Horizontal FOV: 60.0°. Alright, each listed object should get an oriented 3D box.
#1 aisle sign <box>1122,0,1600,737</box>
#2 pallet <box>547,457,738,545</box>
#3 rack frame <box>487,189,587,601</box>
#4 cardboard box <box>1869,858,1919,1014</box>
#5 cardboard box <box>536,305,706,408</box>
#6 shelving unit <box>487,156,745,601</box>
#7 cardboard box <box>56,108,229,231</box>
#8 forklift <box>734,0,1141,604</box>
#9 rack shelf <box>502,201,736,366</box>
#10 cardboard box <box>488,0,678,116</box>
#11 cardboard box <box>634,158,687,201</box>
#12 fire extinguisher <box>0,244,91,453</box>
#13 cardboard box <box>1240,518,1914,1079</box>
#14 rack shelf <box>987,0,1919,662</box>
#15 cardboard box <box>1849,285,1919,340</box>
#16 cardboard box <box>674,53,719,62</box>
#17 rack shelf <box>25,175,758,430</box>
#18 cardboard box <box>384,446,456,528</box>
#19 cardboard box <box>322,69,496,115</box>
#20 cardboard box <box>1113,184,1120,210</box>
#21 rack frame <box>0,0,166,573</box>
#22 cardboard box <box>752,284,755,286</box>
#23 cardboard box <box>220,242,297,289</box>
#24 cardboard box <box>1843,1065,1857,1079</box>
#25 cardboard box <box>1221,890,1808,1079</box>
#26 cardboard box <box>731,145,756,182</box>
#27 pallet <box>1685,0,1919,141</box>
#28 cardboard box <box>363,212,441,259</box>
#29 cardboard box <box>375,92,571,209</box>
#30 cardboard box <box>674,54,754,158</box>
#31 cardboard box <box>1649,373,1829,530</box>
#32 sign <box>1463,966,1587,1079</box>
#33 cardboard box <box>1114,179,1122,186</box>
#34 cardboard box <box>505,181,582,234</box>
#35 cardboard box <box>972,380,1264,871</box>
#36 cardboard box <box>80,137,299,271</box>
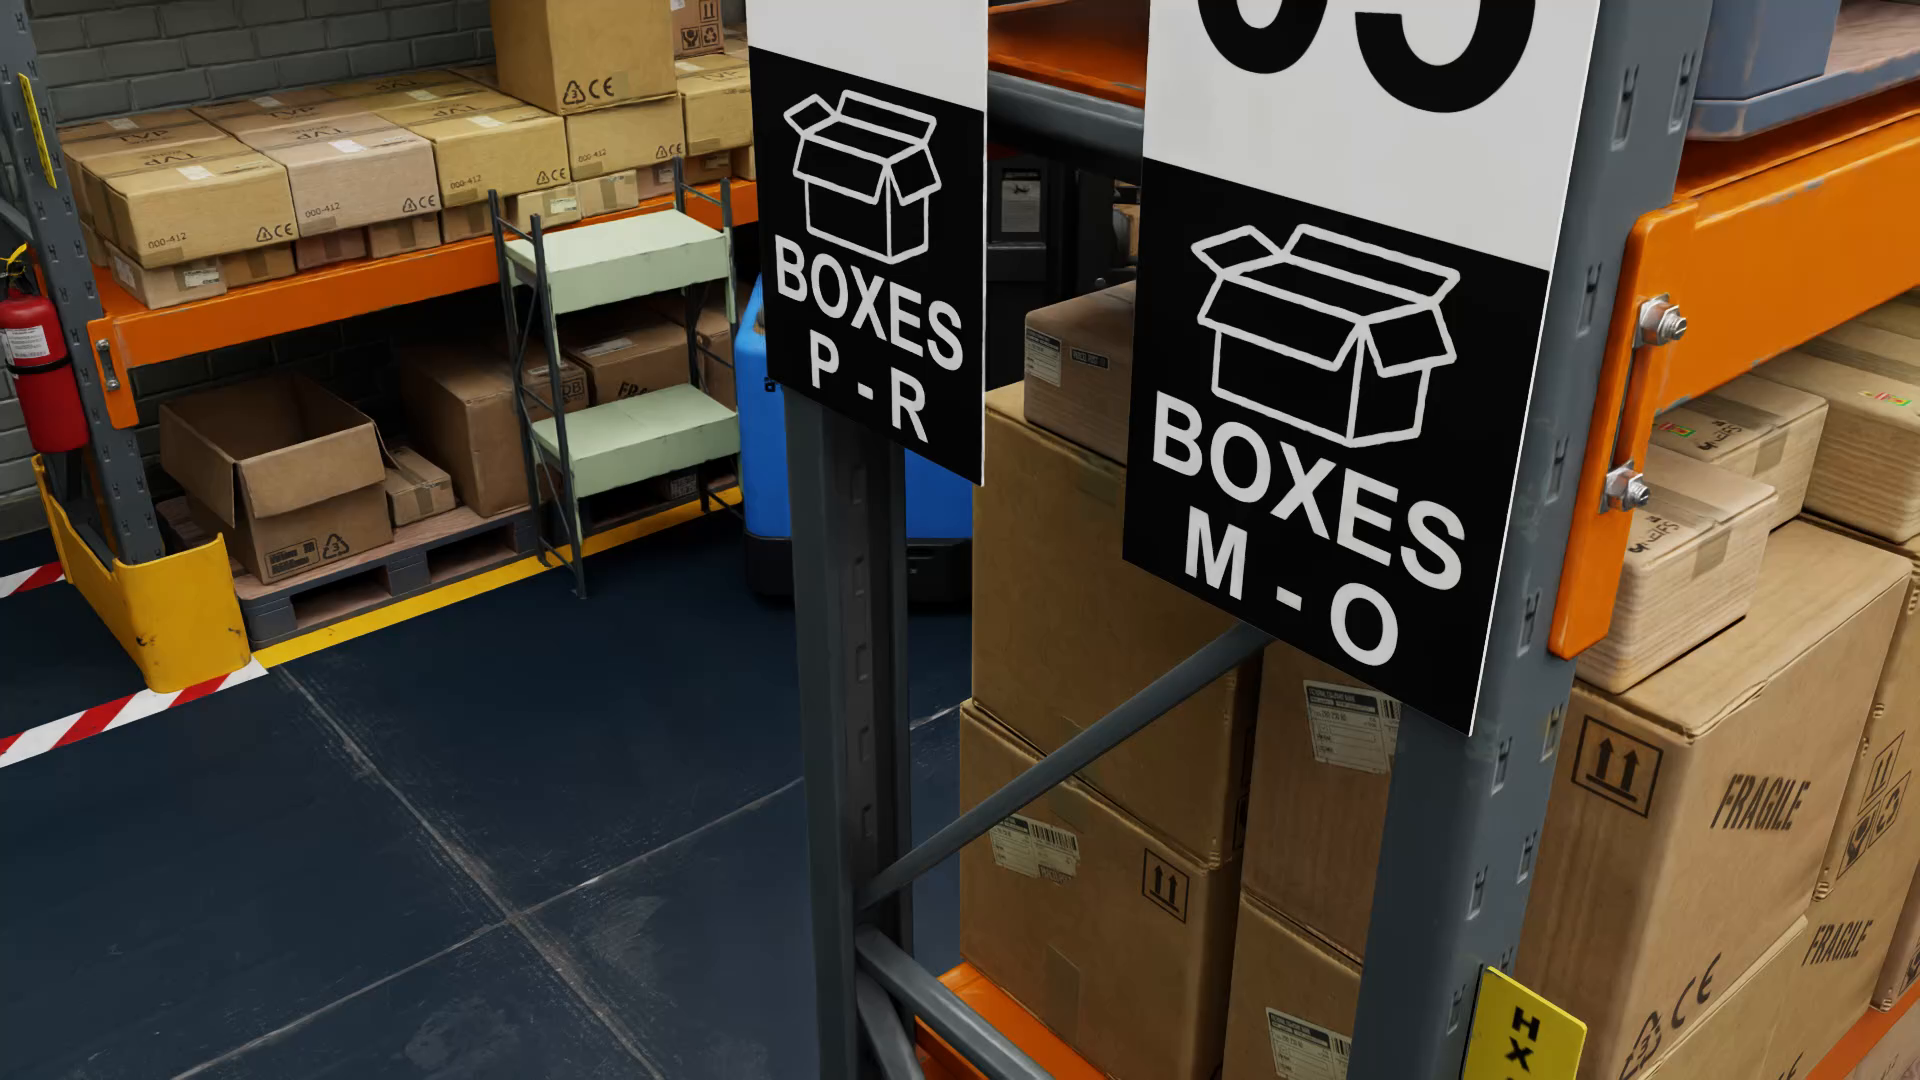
[{"bbox_3d":[0.286,-0.259,1.294,0.004,0.787,0.394,-22,35,-35],"label":"aisle sign"},{"bbox_3d":[-1.481,-0.426,7.323,1.213,0.211,1.003,-22,35,-35],"label":"pallet"},{"bbox_3d":[-1.547,-0.508,6.108,0.023,1.500,0.400,-19,34,-32],"label":"rack frame"},{"bbox_3d":[1.469,0.360,2.788,0.500,0.500,0.500,-22,35,-35],"label":"cardboard box"},{"bbox_3d":[-1.403,-0.626,6.946,0.500,0.500,0.500,-21,35,-34],"label":"cardboard box"},{"bbox_3d":[-1.253,-0.610,6.300,0.755,1.500,0.431,-19,34,-32],"label":"shelving unit"},{"bbox_3d":[-2.895,-1.318,5.877,0.500,0.250,0.500,-21,34,-34],"label":"cardboard box"},{"bbox_3d":[0.710,-1.261,6.000,3.031,2.935,1.130,0,28,1],"label":"forklift"},{"bbox_3d":[-1.253,-0.954,6.116,0.720,0.370,0.431,-19,34,-32],"label":"rack shelf"},{"bbox_3d":[-1.411,-1.914,6.197,0.500,0.500,0.500,-21,35,-34],"label":"cardboard box"},{"bbox_3d":[-1.293,-1.476,6.596,0.250,0.149,0.380,-22,35,-35],"label":"cardboard box"},{"bbox_3d":[-2.884,-0.608,5.183,0.183,0.674,0.296,-22,35,-35],"label":"fire extinguisher"},{"bbox_3d":[0.702,0.232,1.967,0.500,0.500,0.500,-23,36,-36],"label":"cardboard box"},{"bbox_3d":[1.674,-0.856,2.750,4.000,0.370,1.077,-22,35,-35],"label":"rack shelf"},{"bbox_3d":[1.216,-0.250,2.180,0.250,0.149,0.380,-23,36,-36],"label":"cardboard box"},{"bbox_3d":[-1.352,-1.938,7.038,0.500,0.250,0.500,-21,35,-34],"label":"cardboard box"},{"bbox_3d":[-1.551,-1.312,6.785,4.000,0.370,1.077,-22,35,-35],"label":"rack shelf"},{"bbox_3d":[-2.197,-0.214,6.547,0.250,0.149,0.380,-24,36,-37],"label":"cardboard box"},{"bbox_3d":[-2.122,-1.625,6.452,0.500,0.250,0.500,-21,34,-33],"label":"cardboard box"},{"bbox_3d":[0.577,-1.736,8.335,0.250,0.149,0.380,-23,36,-36],"label":"cardboard box"},{"bbox_3d":[-3.072,-1.017,5.471,0.127,3.000,1.000,-22,35,-35],"label":"rack frame"},{"bbox_3d":[-0.685,-1.123,8.076,0.500,0.311,0.500,-20,34,-33],"label":"cardboard box"},{"bbox_3d":[-2.481,-1.003,5.711,0.250,0.149,0.380,-21,35,-34],"label":"cardboard box"},{"bbox_3d":[1.280,1.186,3.622,0.875,0.438,0.875,-21,34,-34],"label":"cardboard box"},{"bbox_3d":[0.704,0.674,2.201,0.500,0.500,0.500,-22,35,-35],"label":"cardboard box"},{"bbox_3d":[-0.867,-1.608,6.842,0.250,0.149,0.380,-22,35,-36],"label":"cardboard box"},{"bbox_3d":[0.710,-0.753,1.888,1.213,0.211,1.003,-22,35,-35],"label":"pallet"},{"bbox_3d":[-2.071,-1.151,5.988,0.250,0.149,0.380,-21,34,-33],"label":"cardboard box"},{"bbox_3d":[-1.785,-1.435,6.096,0.500,0.250,0.500,-23,36,-36],"label":"cardboard box"},{"bbox_3d":[-1.018,-1.756,6.697,0.500,0.250,0.500,-22,35,-35],"label":"cardboard box"},{"bbox_3d":[0.755,-0.125,1.946,0.250,0.149,0.380,-21,35,-34],"label":"cardboard box"},{"bbox_3d":[0.508,0.546,1.544,0.005,0.325,0.100,-22,35,-35],"label":"sign"},{"bbox_3d":[0.583,-1.852,8.235,0.250,0.149,0.380,-24,36,-37],"label":"cardboard box"},{"bbox_3d":[-1.632,-1.285,6.238,0.250,0.149,0.380,-23,36,-36],"label":"cardboard box"},{"bbox_3d":[0.364,0.044,2.319,0.500,0.500,0.500,-21,34,-33],"label":"cardboard box"},{"bbox_3d":[-2.552,-1.124,5.515,0.500,0.250,0.500,-22,35,-35],"label":"cardboard box"}]
